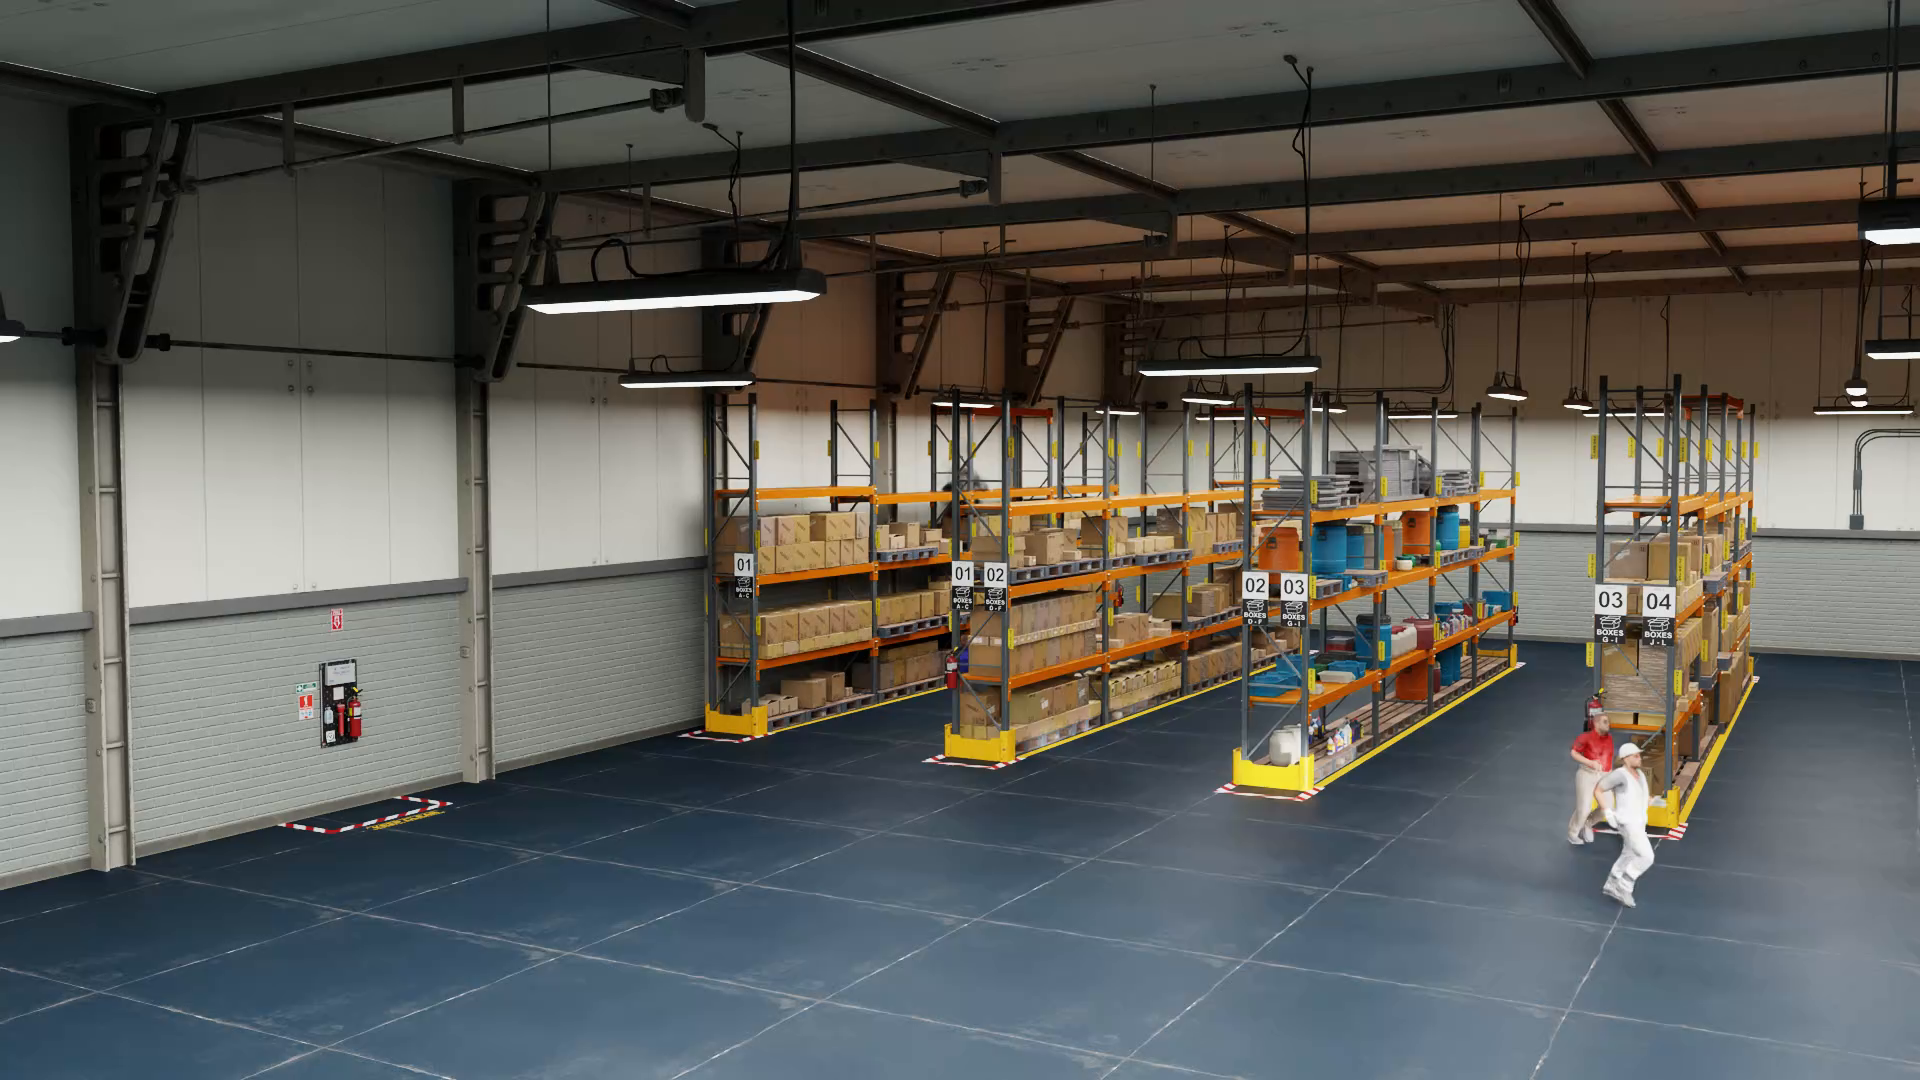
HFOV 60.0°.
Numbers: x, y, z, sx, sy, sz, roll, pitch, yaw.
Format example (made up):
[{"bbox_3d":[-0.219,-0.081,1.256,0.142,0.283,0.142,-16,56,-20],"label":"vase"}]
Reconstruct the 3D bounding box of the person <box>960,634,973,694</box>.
[{"bbox_3d":[0.076,2.544,30.272,0.544,1.664,0.688,2,3,27],"label":"person"}]

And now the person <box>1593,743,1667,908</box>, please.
[{"bbox_3d":[7.367,3.122,18.204,0.641,1.785,0.701,-3,4,-41],"label":"person"}]

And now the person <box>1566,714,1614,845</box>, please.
[{"bbox_3d":[8.080,3.036,21.050,0.664,1.664,0.580,-1,3,-13],"label":"person"}]
